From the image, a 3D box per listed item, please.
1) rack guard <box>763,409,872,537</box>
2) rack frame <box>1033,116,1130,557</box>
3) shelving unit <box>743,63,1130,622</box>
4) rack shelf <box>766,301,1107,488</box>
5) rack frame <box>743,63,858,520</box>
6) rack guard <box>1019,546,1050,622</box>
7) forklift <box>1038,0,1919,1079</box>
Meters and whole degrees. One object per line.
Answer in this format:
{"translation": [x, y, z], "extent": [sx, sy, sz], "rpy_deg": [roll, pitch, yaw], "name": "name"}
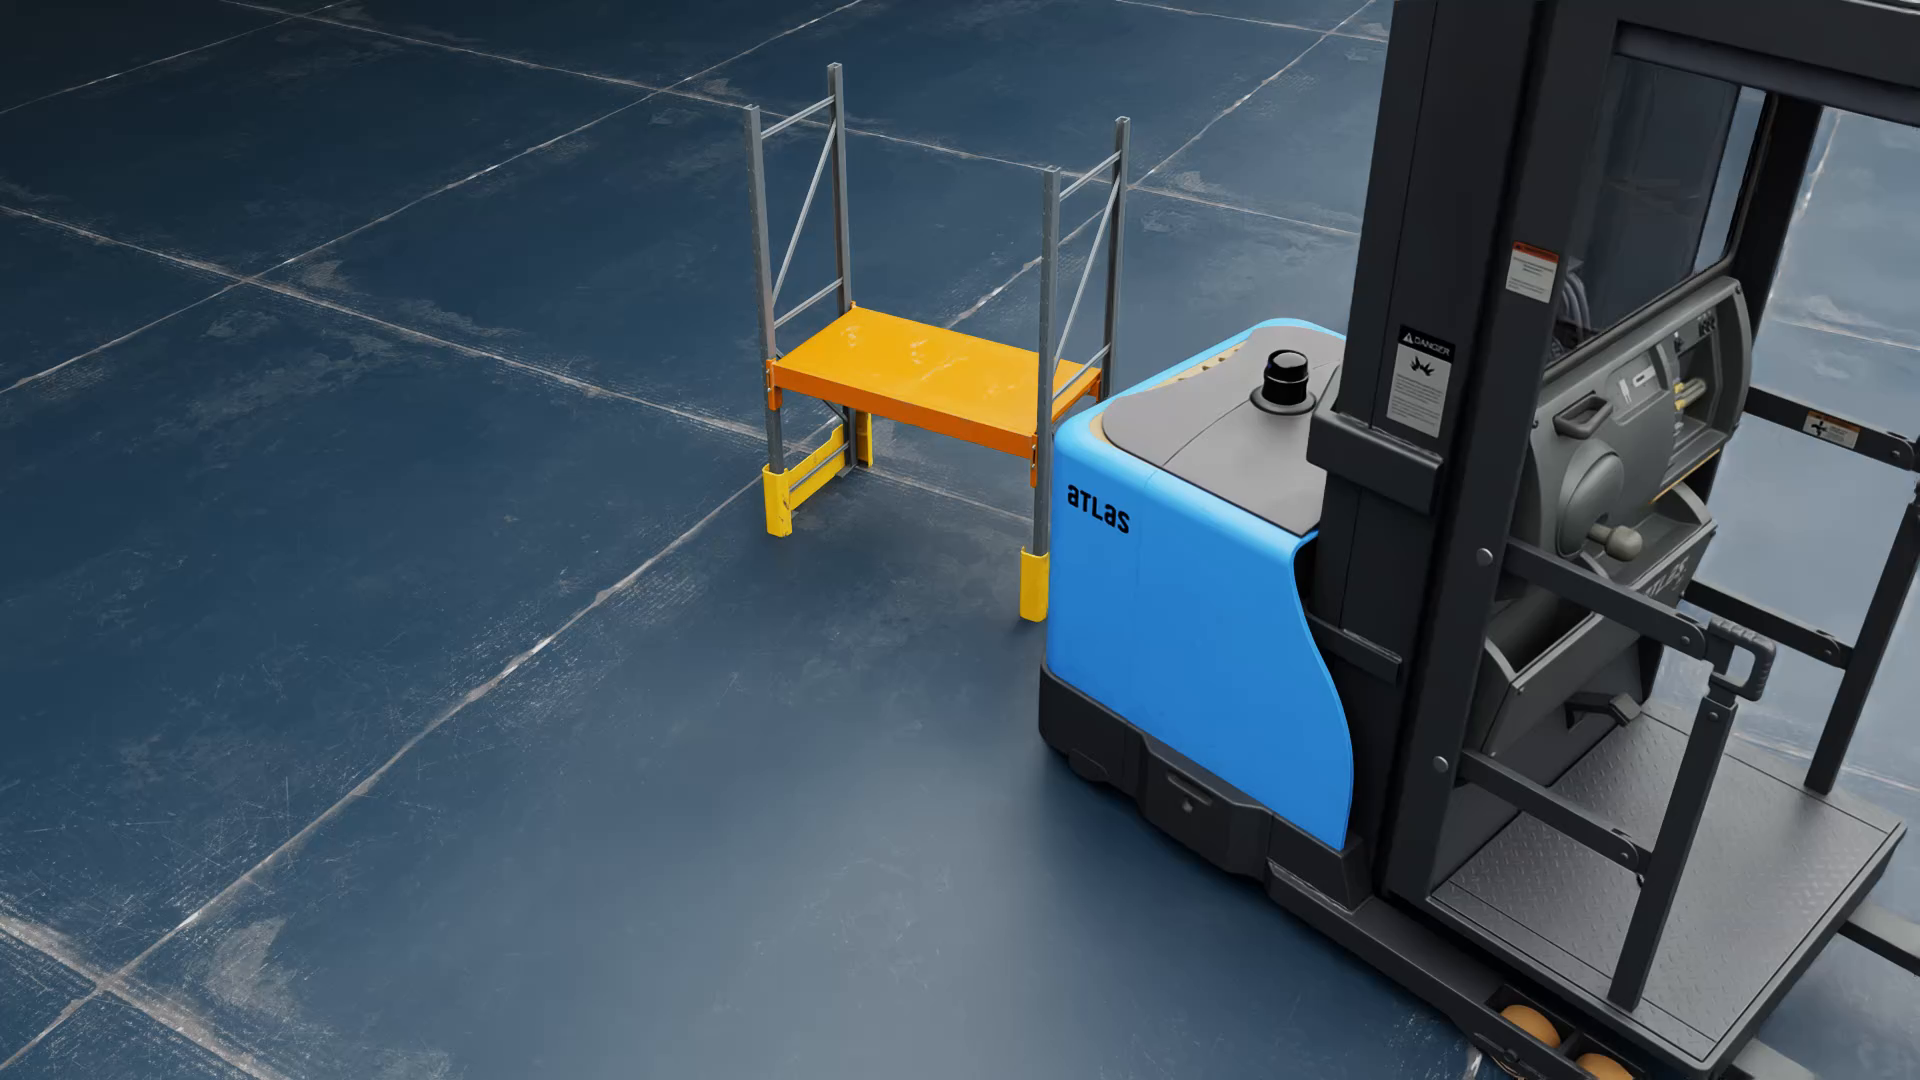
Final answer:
{"translation": [-0.499, -0.262, 5.918], "extent": [0.087, 0.250, 0.587], "rpy_deg": [18, 37, 24], "name": "rack guard"}
{"translation": [0.367, -0.508, 5.160], "extent": [0.032, 1.500, 0.500], "rpy_deg": [18, 37, 24], "name": "rack frame"}
{"translation": [-0.066, -0.645, 5.366], "extent": [1.083, 1.500, 0.587], "rpy_deg": [18, 37, 24], "name": "shelving unit"}
{"translation": [-0.074, -0.498, 5.469], "extent": [1.000, 0.185, 0.538], "rpy_deg": [18, 37, 24], "name": "rack shelf"}
{"translation": [-0.515, -0.788, 5.579], "extent": [0.032, 1.500, 0.500], "rpy_deg": [18, 37, 24], "name": "rack frame"}
{"translation": [0.366, 0.012, 5.507], "extent": [0.087, 0.250, 0.587], "rpy_deg": [18, 37, 24], "name": "rack guard"}
{"translation": [1.607, -0.215, 3.429], "extent": [1.130, 2.935, 3.031], "rpy_deg": [-28, 43, -35], "name": "forklift"}
